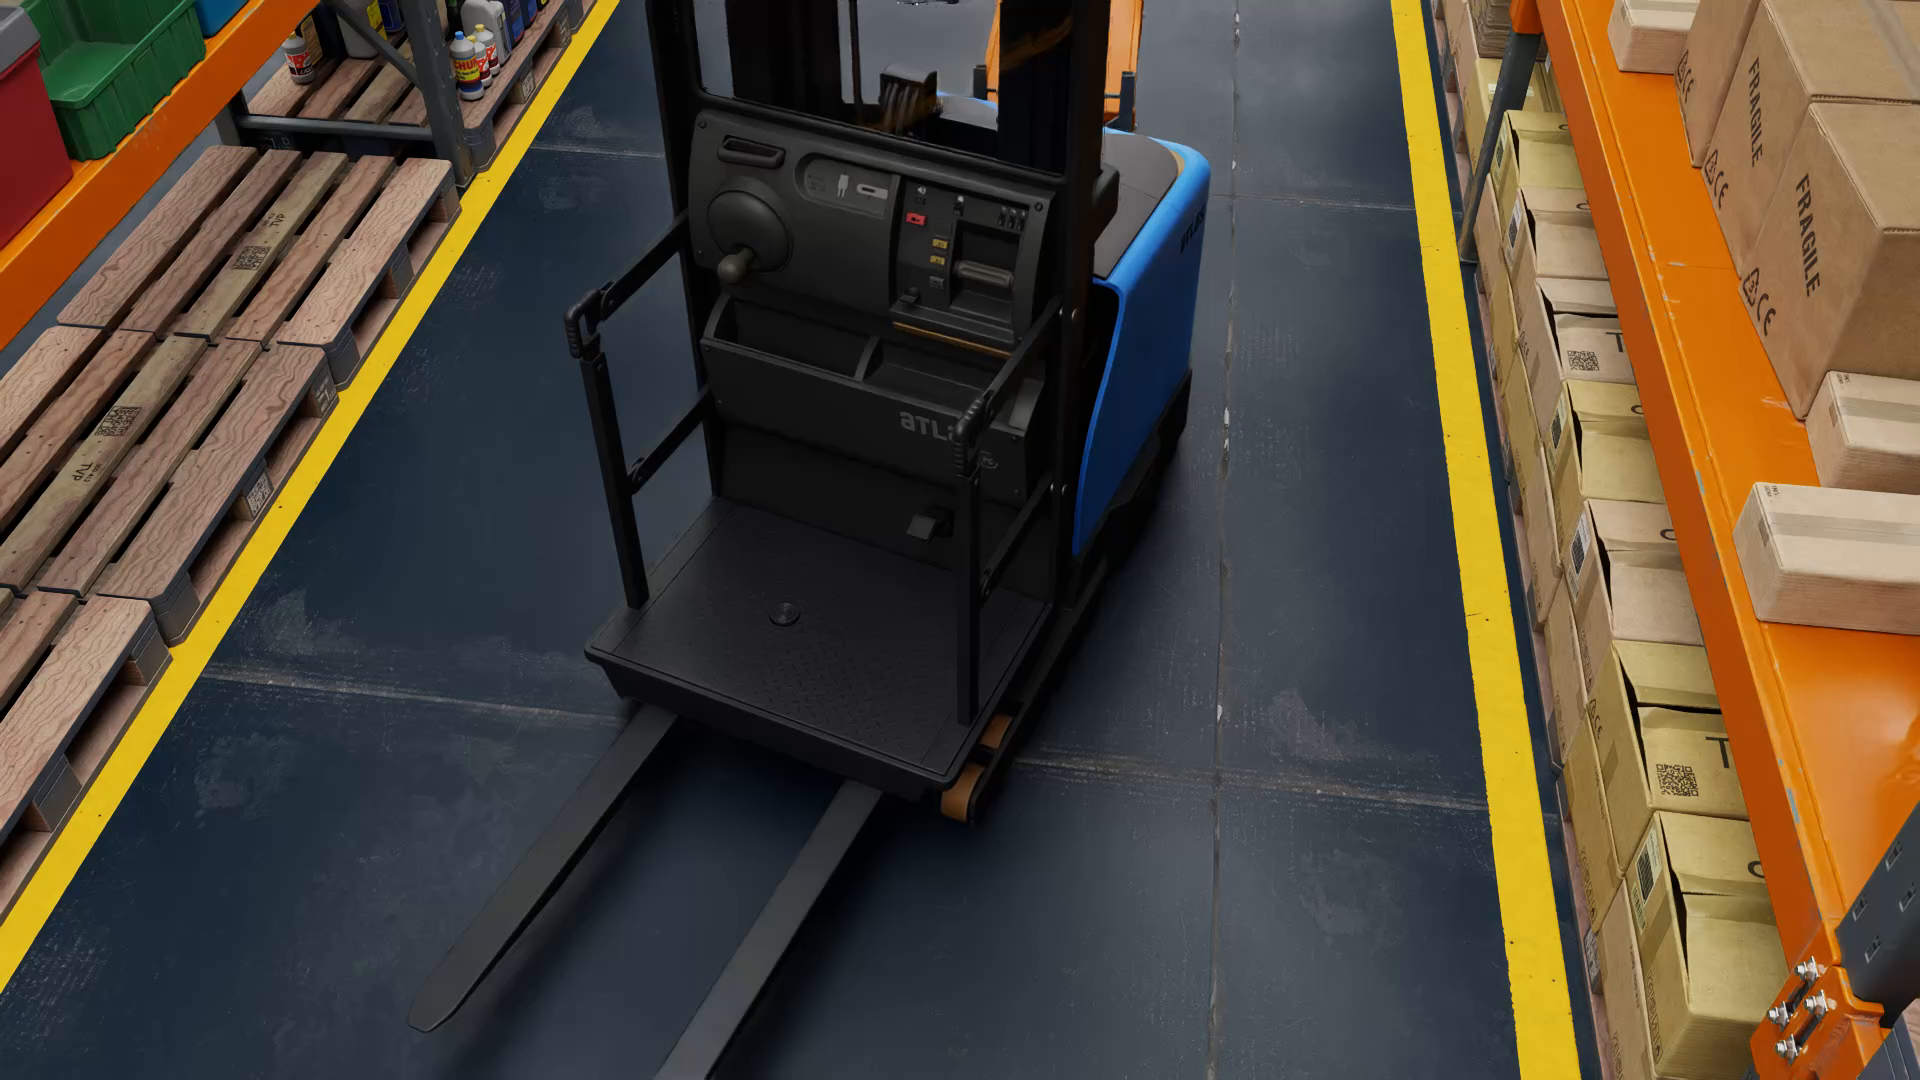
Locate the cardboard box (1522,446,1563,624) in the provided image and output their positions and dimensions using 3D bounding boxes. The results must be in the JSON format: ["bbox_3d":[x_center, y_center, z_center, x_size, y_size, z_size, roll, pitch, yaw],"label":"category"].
[{"bbox_3d":[1.915,0.004,4.758,0.500,0.250,0.500,6,44,6],"label":"cardboard box"}]

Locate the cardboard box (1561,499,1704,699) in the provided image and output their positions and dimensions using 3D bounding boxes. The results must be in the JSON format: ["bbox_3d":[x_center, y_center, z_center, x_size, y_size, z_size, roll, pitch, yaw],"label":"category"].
[{"bbox_3d":[1.845,0.148,4.198,0.500,0.311,0.500,5,44,5],"label":"cardboard box"}]

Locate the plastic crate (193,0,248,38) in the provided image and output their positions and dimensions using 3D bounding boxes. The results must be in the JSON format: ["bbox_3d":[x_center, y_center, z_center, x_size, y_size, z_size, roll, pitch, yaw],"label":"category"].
[{"bbox_3d":[-2.330,-1.809,4.990,0.392,0.384,0.575,5,44,6],"label":"plastic crate"}]

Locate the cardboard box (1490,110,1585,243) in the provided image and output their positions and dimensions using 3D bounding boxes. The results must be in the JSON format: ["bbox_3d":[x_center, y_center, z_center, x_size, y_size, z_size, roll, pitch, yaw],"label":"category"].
[{"bbox_3d":[2.115,-1.241,5.665,0.500,0.311,0.500,5,44,6],"label":"cardboard box"}]

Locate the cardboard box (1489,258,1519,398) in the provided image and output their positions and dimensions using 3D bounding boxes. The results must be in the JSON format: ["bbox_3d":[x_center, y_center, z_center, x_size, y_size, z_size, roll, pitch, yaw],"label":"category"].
[{"bbox_3d":[2.049,-0.696,5.497,0.500,0.250,0.500,6,44,7],"label":"cardboard box"}]

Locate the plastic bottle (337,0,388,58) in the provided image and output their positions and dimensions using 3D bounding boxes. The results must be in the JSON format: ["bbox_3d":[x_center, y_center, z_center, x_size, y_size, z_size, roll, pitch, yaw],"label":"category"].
[{"bbox_3d":[-2.551,-2.245,7.046,0.144,0.351,0.185,5,44,6],"label":"plastic bottle"}]

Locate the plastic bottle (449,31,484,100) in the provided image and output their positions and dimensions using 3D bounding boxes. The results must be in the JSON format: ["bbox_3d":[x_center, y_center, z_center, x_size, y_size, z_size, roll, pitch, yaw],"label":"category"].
[{"bbox_3d":[-2.016,-1.941,6.783,0.097,0.271,0.097,0,43,0],"label":"plastic bottle"}]

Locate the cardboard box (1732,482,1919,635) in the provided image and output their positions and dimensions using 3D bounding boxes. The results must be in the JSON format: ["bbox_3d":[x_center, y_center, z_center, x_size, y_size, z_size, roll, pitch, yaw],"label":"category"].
[{"bbox_3d":[1.733,0.037,3.212,0.380,0.149,0.250,5,44,6],"label":"cardboard box"}]

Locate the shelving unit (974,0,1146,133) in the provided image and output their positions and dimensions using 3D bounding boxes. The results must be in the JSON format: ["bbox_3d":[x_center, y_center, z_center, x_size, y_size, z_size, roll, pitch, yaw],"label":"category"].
[{"bbox_3d":[0.353,-1.398,5.908,0.538,1.125,1.048,5,44,5],"label":"shelving unit"}]

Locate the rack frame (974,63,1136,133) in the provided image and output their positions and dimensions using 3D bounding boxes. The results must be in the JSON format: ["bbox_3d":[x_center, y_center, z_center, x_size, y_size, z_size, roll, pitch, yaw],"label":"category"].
[{"bbox_3d":[0.294,-1.050,5.541,0.500,1.125,0.032,5,44,5],"label":"rack frame"}]

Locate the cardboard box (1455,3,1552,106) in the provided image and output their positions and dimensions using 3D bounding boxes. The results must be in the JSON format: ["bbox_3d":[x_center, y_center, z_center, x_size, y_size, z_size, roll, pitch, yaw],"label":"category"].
[{"bbox_3d":[2.337,-1.972,6.845,0.500,0.250,0.500,5,44,6],"label":"cardboard box"}]

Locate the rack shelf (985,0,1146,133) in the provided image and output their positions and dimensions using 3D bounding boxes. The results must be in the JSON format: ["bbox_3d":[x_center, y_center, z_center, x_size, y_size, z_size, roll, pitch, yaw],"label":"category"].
[{"bbox_3d":[0.353,-1.610,5.707,0.538,0.278,1.000,5,44,5],"label":"rack shelf"}]

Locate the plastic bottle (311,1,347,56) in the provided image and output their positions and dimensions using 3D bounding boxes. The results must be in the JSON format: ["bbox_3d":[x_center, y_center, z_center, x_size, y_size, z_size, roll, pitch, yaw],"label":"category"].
[{"bbox_3d":[-2.693,-2.258,7.060,0.144,0.351,0.185,4,44,4],"label":"plastic bottle"}]

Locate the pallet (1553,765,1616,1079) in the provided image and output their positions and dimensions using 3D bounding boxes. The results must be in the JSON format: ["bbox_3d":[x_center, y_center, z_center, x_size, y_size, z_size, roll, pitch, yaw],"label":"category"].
[{"bbox_3d":[2.035,1.039,3.999,1.003,0.211,1.213,5,44,6],"label":"pallet"}]

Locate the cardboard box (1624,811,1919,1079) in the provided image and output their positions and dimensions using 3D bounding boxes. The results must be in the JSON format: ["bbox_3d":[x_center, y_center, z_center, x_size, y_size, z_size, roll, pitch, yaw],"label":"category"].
[{"bbox_3d":[1.713,0.847,3.460,0.500,0.311,0.500,6,44,7],"label":"cardboard box"}]

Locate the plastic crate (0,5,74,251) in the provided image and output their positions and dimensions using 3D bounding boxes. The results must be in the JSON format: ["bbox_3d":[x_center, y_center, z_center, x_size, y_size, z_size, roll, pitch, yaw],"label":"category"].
[{"bbox_3d":[-2.505,-0.966,4.041,0.402,0.464,0.583,5,44,6],"label":"plastic crate"}]

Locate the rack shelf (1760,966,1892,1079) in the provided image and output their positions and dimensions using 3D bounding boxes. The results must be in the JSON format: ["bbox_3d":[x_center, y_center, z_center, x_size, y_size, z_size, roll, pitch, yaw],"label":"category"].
[{"bbox_3d":[1.623,2.208,1.259,1.077,0.370,4.000,5,44,6],"label":"rack shelf"}]

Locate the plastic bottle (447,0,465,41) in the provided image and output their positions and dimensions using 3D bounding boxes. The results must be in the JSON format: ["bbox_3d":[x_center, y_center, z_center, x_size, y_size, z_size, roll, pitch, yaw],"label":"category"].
[{"bbox_3d":[-2.106,-2.178,7.024,0.061,0.283,0.133,5,44,6],"label":"plastic bottle"}]

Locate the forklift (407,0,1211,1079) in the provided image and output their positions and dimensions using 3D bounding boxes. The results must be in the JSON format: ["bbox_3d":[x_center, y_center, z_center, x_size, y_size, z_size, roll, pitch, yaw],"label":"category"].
[{"bbox_3d":[-0.319,-0.656,3.811,1.130,2.935,3.031,18,46,18],"label":"forklift"}]

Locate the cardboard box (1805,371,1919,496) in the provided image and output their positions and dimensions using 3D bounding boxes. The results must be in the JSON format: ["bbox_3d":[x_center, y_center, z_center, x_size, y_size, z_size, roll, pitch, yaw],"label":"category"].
[{"bbox_3d":[2.000,-0.199,3.461,0.380,0.149,0.250,8,44,9],"label":"cardboard box"}]

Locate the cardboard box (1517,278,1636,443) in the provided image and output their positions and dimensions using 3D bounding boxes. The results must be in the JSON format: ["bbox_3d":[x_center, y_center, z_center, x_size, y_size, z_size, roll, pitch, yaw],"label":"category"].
[{"bbox_3d":[1.976,-0.547,4.933,0.500,0.311,0.500,4,44,4],"label":"cardboard box"}]

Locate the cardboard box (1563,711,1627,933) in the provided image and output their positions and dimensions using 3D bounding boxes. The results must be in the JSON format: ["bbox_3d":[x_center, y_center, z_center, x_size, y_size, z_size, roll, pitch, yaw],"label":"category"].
[{"bbox_3d":[1.780,0.698,4.026,0.500,0.250,0.500,5,44,5],"label":"cardboard box"}]

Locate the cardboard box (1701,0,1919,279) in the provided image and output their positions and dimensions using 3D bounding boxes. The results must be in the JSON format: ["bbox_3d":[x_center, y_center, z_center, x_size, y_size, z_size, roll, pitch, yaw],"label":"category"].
[{"bbox_3d":[2.163,-0.956,4.005,0.500,0.500,0.500,5,44,6],"label":"cardboard box"}]

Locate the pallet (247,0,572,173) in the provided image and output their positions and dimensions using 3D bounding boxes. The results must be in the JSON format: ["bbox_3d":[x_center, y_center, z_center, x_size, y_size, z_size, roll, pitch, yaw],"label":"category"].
[{"bbox_3d":[-2.363,-2.036,7.247,1.003,0.211,1.213,5,44,6],"label":"pallet"}]

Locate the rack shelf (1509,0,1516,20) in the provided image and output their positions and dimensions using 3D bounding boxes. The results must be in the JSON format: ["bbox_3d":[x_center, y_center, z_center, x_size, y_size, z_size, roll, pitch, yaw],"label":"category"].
[{"bbox_3d":[2.681,-3.244,7.017,1.077,0.370,4.000,5,44,6],"label":"rack shelf"}]

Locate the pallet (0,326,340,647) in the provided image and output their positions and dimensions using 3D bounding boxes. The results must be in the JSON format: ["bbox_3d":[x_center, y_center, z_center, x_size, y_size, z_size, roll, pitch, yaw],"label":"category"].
[{"bbox_3d":[-2.717,-0.210,5.318,1.003,0.211,1.213,5,44,6],"label":"pallet"}]

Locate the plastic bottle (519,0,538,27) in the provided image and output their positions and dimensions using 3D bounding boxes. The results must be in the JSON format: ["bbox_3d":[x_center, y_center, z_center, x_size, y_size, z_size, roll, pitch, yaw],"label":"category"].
[{"bbox_3d":[-1.950,-2.434,7.245,0.144,0.351,0.185,4,44,4],"label":"plastic bottle"}]

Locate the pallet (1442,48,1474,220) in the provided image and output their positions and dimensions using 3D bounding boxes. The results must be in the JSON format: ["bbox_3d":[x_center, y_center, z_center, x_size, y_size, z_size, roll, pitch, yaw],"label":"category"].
[{"bbox_3d":[2.563,-1.668,6.858,1.003,0.211,1.213,5,44,6],"label":"pallet"}]

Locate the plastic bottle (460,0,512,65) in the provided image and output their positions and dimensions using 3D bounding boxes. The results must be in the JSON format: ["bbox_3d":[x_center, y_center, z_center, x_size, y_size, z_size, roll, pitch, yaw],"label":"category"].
[{"bbox_3d":[-2.001,-2.166,7.017,0.152,0.276,0.135,7,44,7],"label":"plastic bottle"}]

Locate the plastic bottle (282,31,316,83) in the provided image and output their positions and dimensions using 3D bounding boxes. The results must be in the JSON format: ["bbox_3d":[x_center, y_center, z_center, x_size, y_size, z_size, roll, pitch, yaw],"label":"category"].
[{"bbox_3d":[-2.754,-2.014,6.911,0.097,0.201,0.097,0,43,0],"label":"plastic bottle"}]

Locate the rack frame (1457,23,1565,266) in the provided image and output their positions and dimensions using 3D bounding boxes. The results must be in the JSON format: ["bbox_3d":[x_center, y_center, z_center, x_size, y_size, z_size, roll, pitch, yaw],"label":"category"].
[{"bbox_3d":[2.416,-2.142,5.331,1.000,3.000,0.127,5,44,6],"label":"rack frame"}]

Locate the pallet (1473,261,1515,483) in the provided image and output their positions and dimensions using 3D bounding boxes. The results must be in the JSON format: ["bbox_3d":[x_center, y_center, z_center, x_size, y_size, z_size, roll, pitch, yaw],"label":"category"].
[{"bbox_3d":[2.358,-0.624,5.755,1.003,0.211,1.213,5,44,6],"label":"pallet"}]
